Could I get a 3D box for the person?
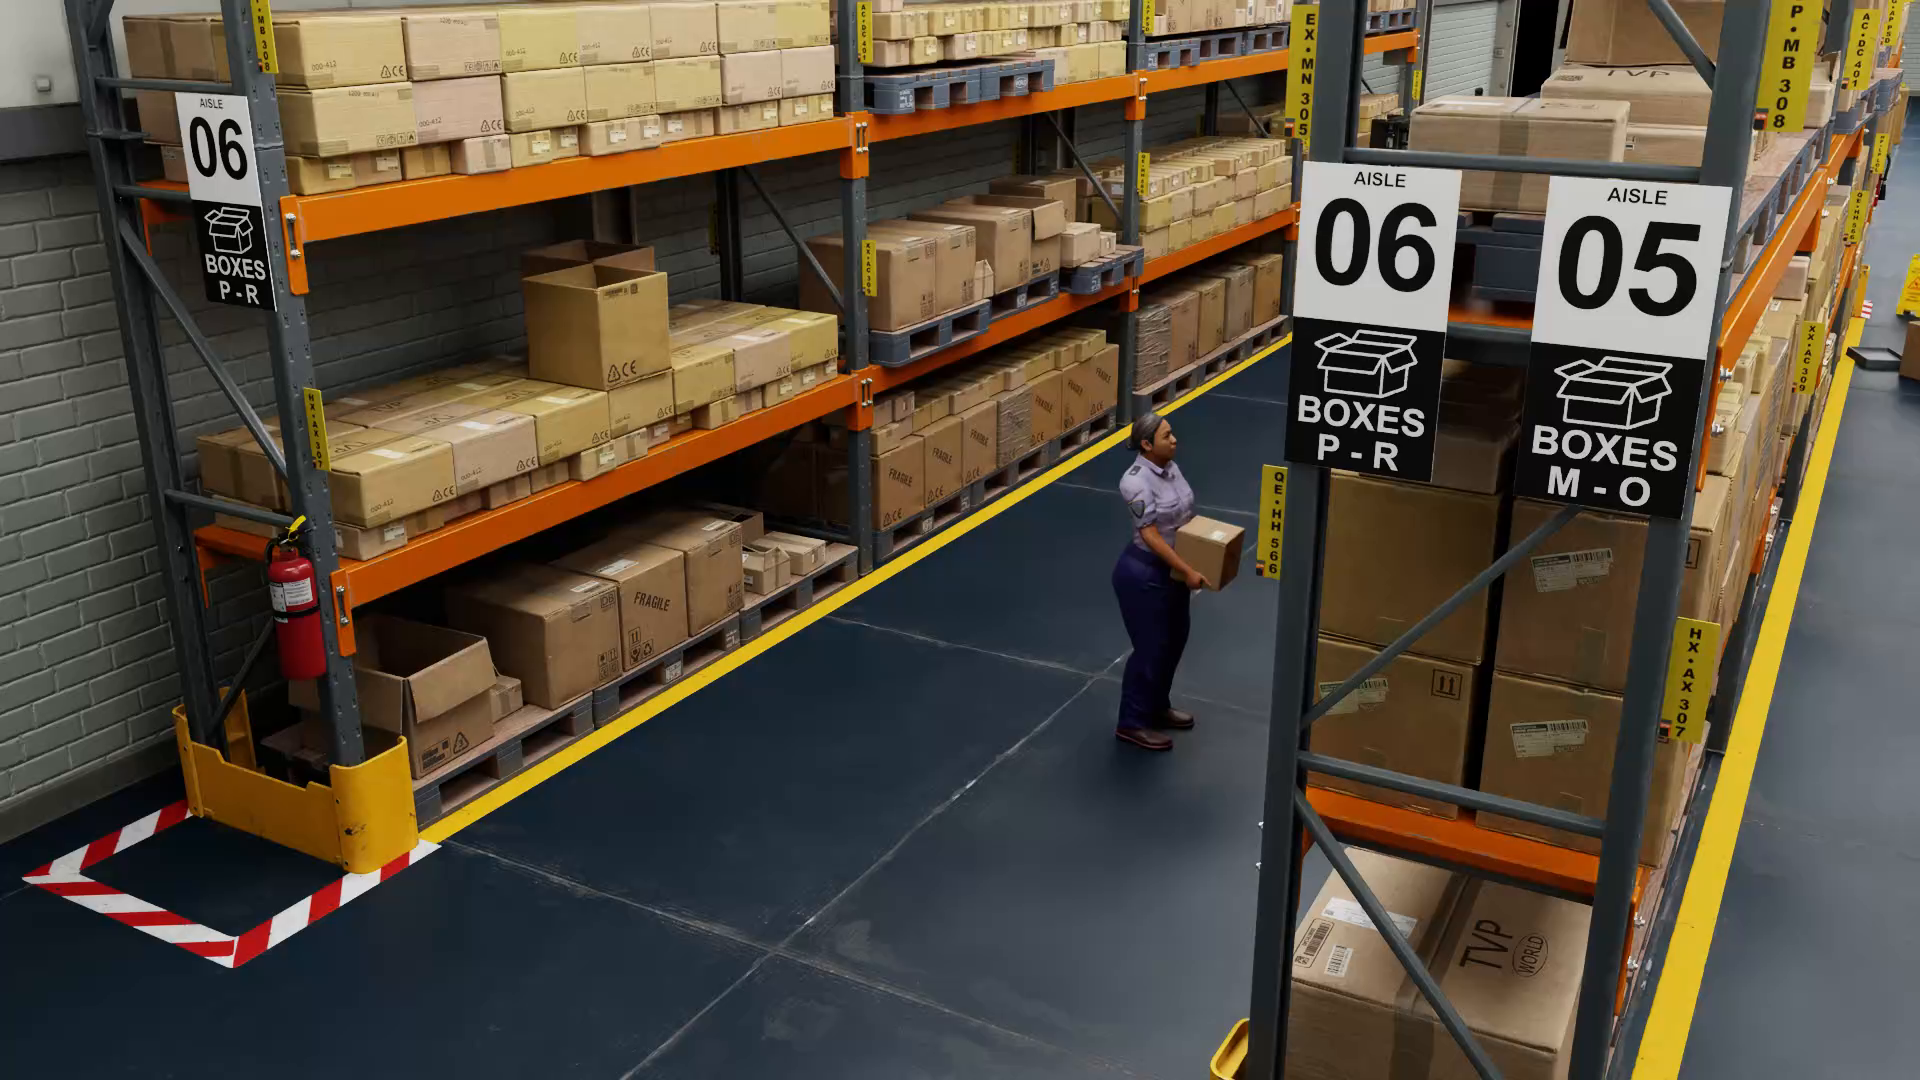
[{"bbox_3d":[1.021,0.195,8.059,0.517,1.634,0.452,11,22,28],"label":"person"}]
